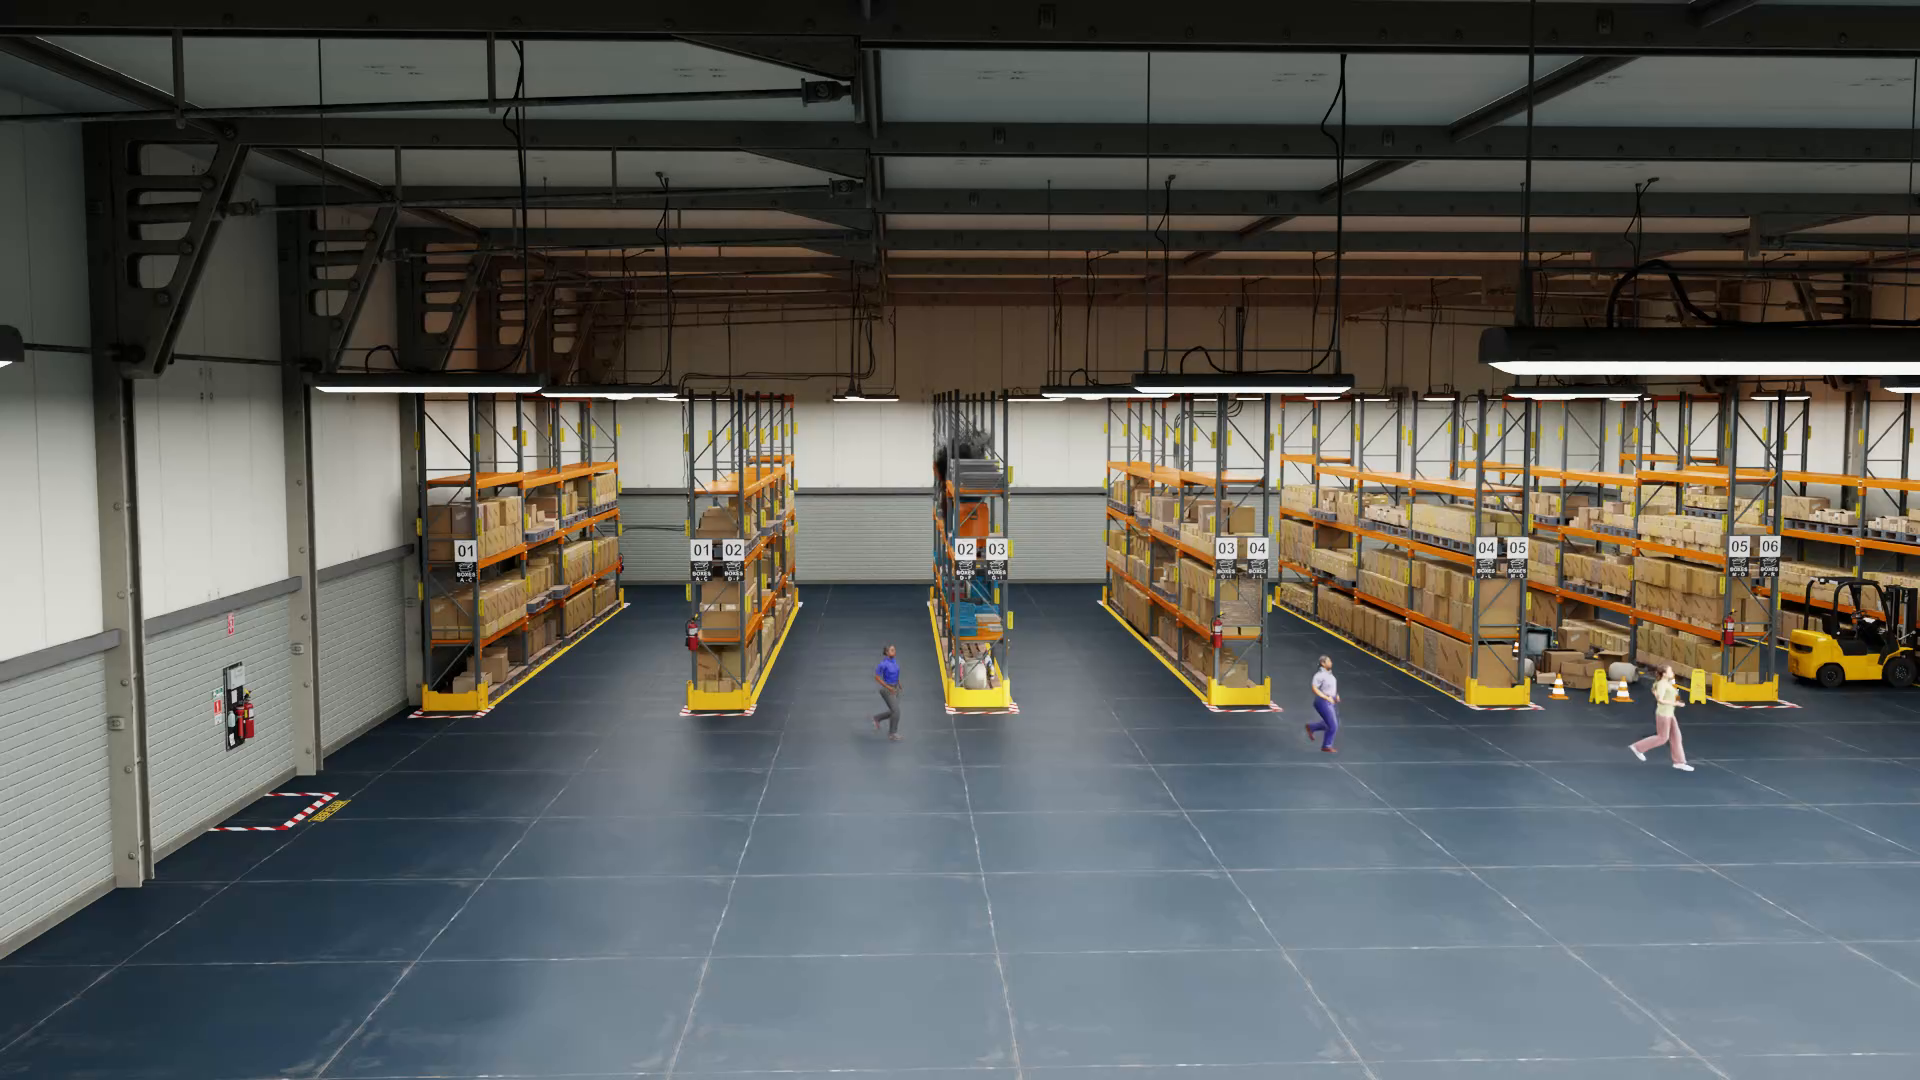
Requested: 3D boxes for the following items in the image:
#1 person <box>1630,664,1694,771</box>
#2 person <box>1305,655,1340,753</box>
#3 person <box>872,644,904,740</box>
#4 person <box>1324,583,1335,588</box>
[{"bbox_3d":[11.024,2.760,26.055,0.935,1.663,0.578,3,5,30],"label":"person"},{"bbox_3d":[5.973,2.704,27.452,0.604,1.601,0.607,2,5,28],"label":"person"},{"bbox_3d":[-1.253,2.594,28.524,0.647,1.626,0.593,2,5,27],"label":"person"},{"bbox_3d":[10.920,0.897,48.842,0.721,1.719,0.600,-1,5,-17],"label":"person"}]
